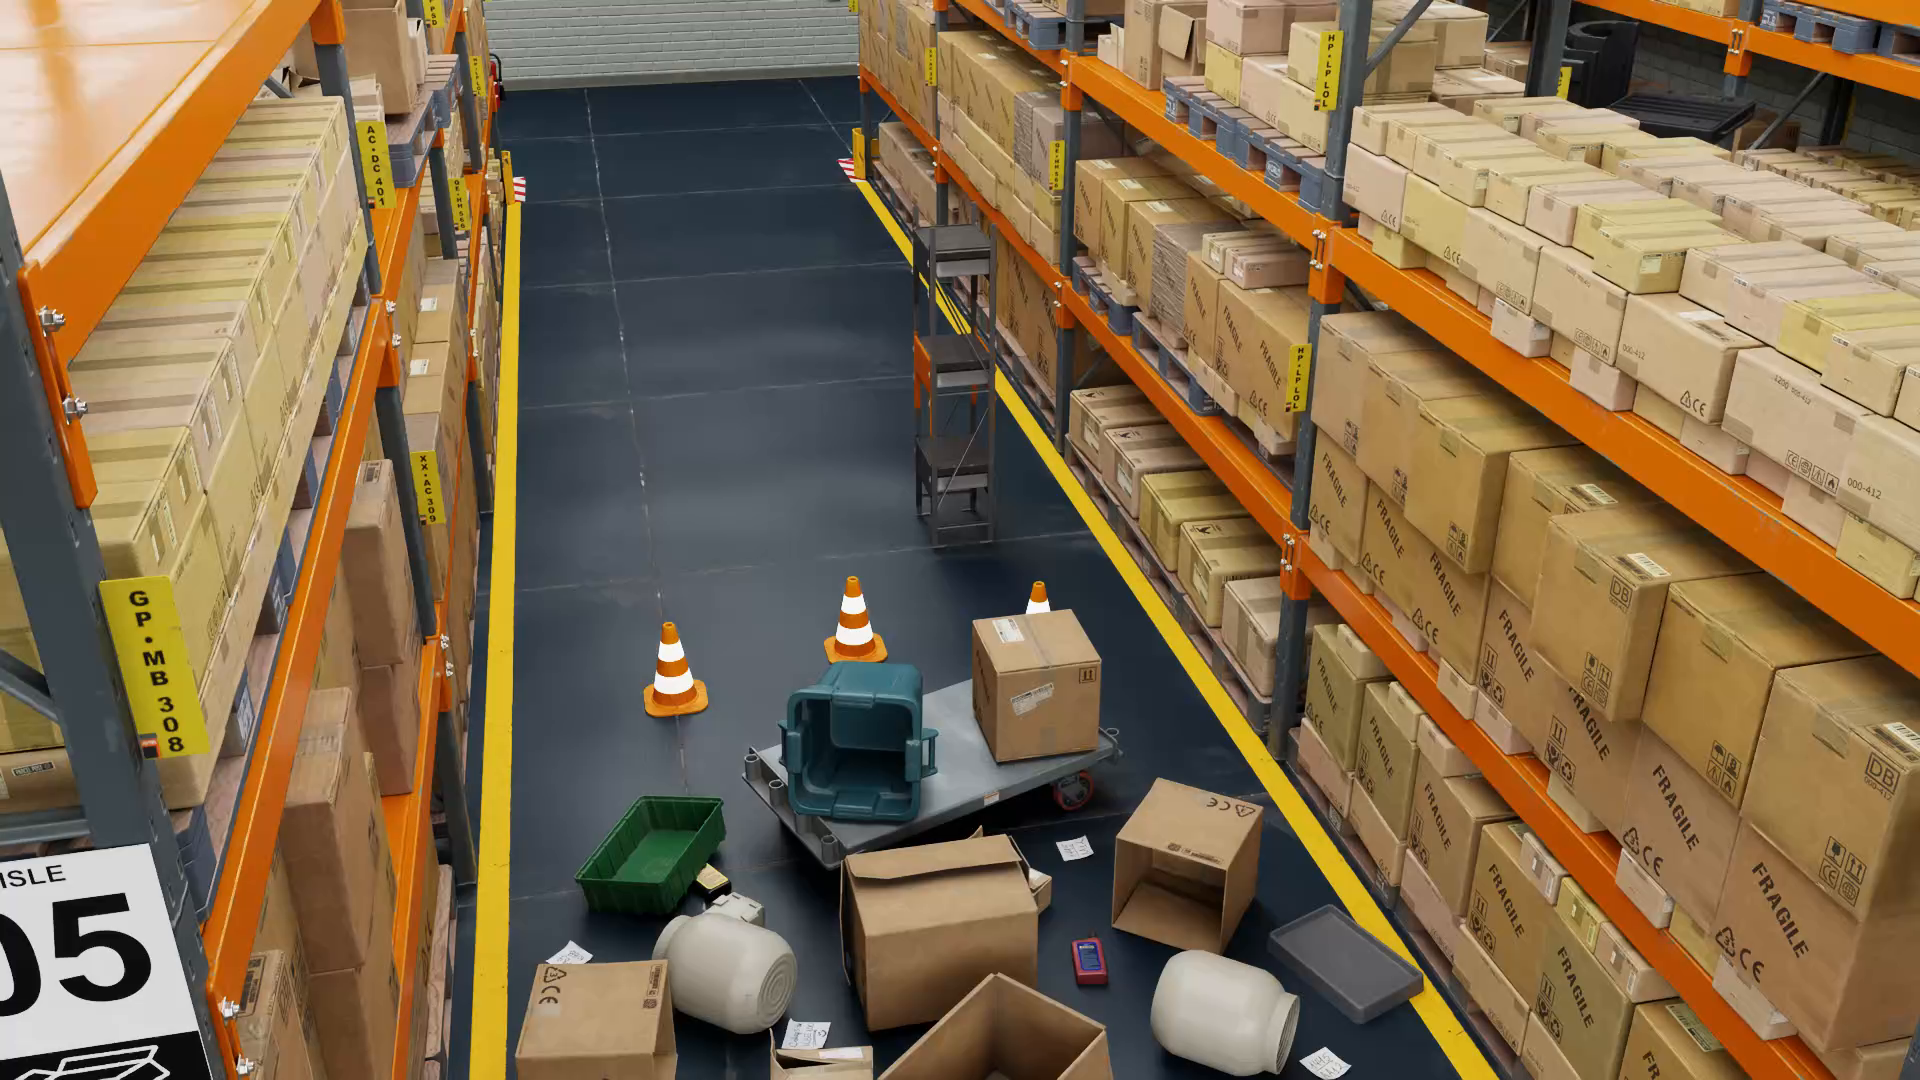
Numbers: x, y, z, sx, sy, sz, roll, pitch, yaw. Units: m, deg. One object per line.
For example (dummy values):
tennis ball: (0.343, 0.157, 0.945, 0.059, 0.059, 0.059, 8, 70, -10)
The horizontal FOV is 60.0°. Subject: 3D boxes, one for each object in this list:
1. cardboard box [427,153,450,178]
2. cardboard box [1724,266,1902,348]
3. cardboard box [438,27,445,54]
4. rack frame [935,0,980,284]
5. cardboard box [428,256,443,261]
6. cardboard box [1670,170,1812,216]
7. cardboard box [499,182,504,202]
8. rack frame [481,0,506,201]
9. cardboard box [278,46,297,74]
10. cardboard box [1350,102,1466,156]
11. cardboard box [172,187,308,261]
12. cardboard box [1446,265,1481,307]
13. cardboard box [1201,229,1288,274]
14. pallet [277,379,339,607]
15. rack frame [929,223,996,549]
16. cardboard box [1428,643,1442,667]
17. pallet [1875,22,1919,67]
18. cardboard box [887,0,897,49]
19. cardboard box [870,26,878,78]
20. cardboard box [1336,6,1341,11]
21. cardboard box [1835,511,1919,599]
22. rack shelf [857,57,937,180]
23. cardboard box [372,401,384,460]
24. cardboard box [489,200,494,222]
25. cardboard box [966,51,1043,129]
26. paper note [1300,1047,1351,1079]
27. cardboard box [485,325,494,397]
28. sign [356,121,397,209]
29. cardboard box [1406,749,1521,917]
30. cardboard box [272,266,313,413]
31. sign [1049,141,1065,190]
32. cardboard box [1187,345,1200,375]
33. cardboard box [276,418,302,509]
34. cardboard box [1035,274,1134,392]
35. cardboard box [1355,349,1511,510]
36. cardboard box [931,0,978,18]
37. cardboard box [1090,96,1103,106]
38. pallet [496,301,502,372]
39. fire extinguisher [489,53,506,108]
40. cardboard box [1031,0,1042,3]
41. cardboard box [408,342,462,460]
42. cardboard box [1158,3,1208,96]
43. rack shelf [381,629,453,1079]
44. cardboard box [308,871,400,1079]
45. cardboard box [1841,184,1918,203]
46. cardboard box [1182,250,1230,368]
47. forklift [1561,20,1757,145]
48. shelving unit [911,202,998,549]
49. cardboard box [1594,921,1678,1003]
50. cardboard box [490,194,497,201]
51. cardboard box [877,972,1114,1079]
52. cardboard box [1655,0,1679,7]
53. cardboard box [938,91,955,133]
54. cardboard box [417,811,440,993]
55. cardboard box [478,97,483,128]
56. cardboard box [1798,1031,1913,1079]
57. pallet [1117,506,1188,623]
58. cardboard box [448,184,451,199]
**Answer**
cardboard box: (-3.828, -2.629, 11.783, 0.380, 0.149, 0.250, -5, 27, -10)
cardboard box: (2.473, -0.677, 4.828, 0.380, 0.149, 0.250, -6, 27, -12)
cardboard box: (-3.604, -3.369, 10.656, 0.500, 0.500, 0.500, -6, 27, -12)
rack frame: (0.283, -3.792, 14.934, 1.000, 3.000, 0.127, -6, 27, -12)
cardboard box: (-3.519, -1.781, 10.763, 0.380, 0.149, 0.250, -6, 27, -12)
cardboard box: (2.728, -1.183, 5.830, 0.380, 0.149, 0.250, -6, 27, -11)
cardboard box: (-4.940, -3.603, 17.258, 0.380, 0.149, 0.250, -5, 27, -10)
rack frame: (-5.418, -5.001, 17.329, 1.000, 3.000, 0.127, -6, 27, -12)
cardboard box: (-3.438, -2.235, 8.042, 0.500, 0.311, 0.500, -6, 27, -13)
cardboard box: (1.839, -1.691, 6.837, 0.380, 0.149, 0.250, -6, 27, -13)
cardboard box: (-2.037, -0.866, 4.624, 0.380, 0.149, 0.250, -6, 27, -12)
cardboard box: (2.103, -1.013, 6.378, 0.380, 0.149, 0.250, -5, 27, -10)
cardboard box: (1.510, -1.533, 8.832, 0.380, 0.149, 0.250, -7, 28, -14)
pallet: (-2.268, -0.138, 4.463, 1.003, 0.211, 1.213, -6, 27, -12)
rack frame: (0.018, -0.903, 10.209, 0.400, 2.100, 0.015, -6, 27, -12)
cardboard box: (2.154, 0.448, 6.812, 0.380, 0.149, 0.250, -6, 27, -12)
pallet: (6.515, -3.017, 10.279, 1.003, 0.211, 1.213, -5, 27, -9)
cardboard box: (-0.427, -5.129, 16.362, 0.500, 0.500, 0.500, -6, 27, -11)
cardboard box: (-0.648, -5.134, 17.481, 0.500, 0.500, 0.500, -6, 27, -12)
cardboard box: (4.579, -5.945, 19.035, 0.500, 0.250, 0.500, -5, 27, -10)
cardboard box: (2.547, 0.015, 4.341, 0.380, 0.149, 0.250, -6, 27, -11)
rack shelf: (-0.167, -4.349, 16.836, 1.077, 0.370, 4.000, -6, 27, -12)
cardboard box: (-2.831, -0.441, 7.075, 0.700, 0.500, 0.500, -6, 27, -12)
cardboard box: (-4.560, -3.063, 15.527, 0.380, 0.149, 0.250, -5, 27, -10)
cardboard box: (0.355, -3.620, 13.372, 0.500, 0.500, 0.500, -7, 28, -13)
paper note: (1.452, 2.078, 6.599, 0.142, 0.019, 0.148, -16, 31, -29)
cardboard box: (-3.763, -1.342, 12.388, 0.500, 0.500, 0.500, -7, 28, -13)
sign: (-2.173, -1.395, 6.195, 0.100, 0.325, 0.005, -6, 27, -12)
cardboard box: (2.203, 1.173, 6.850, 0.500, 0.500, 0.500, -5, 27, -9)
cardboard box: (-2.013, -0.516, 4.375, 0.500, 0.250, 0.500, -6, 27, -12)
sign: (0.645, -2.495, 11.079, 0.100, 0.325, 0.005, -6, 27, -12)
cardboard box: (1.486, -1.003, 9.220, 0.380, 0.149, 0.250, -6, 27, -12)
cardboard box: (-1.861, -0.173, 4.137, 0.380, 0.149, 0.250, -6, 27, -12)
cardboard box: (1.110, -1.587, 12.456, 0.875, 0.875, 0.875, -6, 27, -12)
cardboard box: (2.068, -0.462, 6.786, 0.700, 0.500, 0.500, -6, 27, -11)
cardboard box: (-0.050, -4.802, 14.995, 0.380, 0.149, 0.250, -5, 27, -10)
cardboard box: (1.191, -2.985, 12.115, 0.500, 0.500, 0.500, -6, 27, -11)
pallet: (-4.340, -1.658, 13.802, 1.003, 0.211, 1.213, -6, 27, -12)
fire extinguisher: (-5.025, -4.957, 17.743, 0.296, 0.674, 0.183, -6, 27, -12)
cardboard box: (0.777, -4.023, 11.485, 0.700, 0.500, 0.500, -7, 28, -14)
cardboard box: (-2.909, -0.700, 8.697, 0.500, 0.500, 0.500, -6, 27, -11)
cardboard box: (1.556, -2.754, 9.435, 0.797, 0.503, 0.637, -6, 27, -12)
rack shelf: (-2.263, 1.466, 5.315, 1.077, 0.370, 4.000, -6, 27, -12)
cardboard box: (-2.089, 1.300, 4.679, 0.875, 0.550, 0.550, -6, 27, -12)
cardboard box: (6.106, -2.258, 11.064, 0.380, 0.149, 0.250, -6, 27, -11)
cardboard box: (1.535, -1.269, 9.028, 0.500, 0.500, 0.500, -5, 27, -10)
forklift: (4.569, -1.908, 11.277, 3.031, 2.935, 1.130, 19, 32, 32)
shelving unit: (-0.037, -1.010, 10.421, 0.431, 2.100, 0.503, -6, 27, -12)
cardboard box: (2.405, 1.412, 5.657, 0.380, 0.149, 0.250, -5, 27, -10)
cardboard box: (-4.733, -3.277, 16.282, 0.380, 0.149, 0.250, -5, 27, -9)
cardboard box: (0.125, 2.076, 6.078, 0.637, 0.503, 0.797, 19, 32, 32)
cardboard box: (5.554, -4.235, 12.649, 0.500, 0.250, 0.500, -6, 27, -11)
cardboard box: (0.108, -3.726, 14.416, 0.500, 0.250, 0.500, -7, 28, -13)
cardboard box: (-2.640, 1.311, 6.715, 0.875, 0.875, 0.875, -6, 27, -11)
cardboard box: (-4.501, -3.882, 14.671, 0.500, 0.500, 0.500, -6, 27, -12)
cardboard box: (2.695, 1.446, 4.836, 0.380, 0.149, 0.250, -5, 27, -10)
pallet: (1.631, 0.087, 10.344, 1.003, 0.211, 1.213, -6, 27, -12)
cardboard box: (-3.767, -2.386, 11.630, 0.380, 0.149, 0.250, -6, 27, -12)
